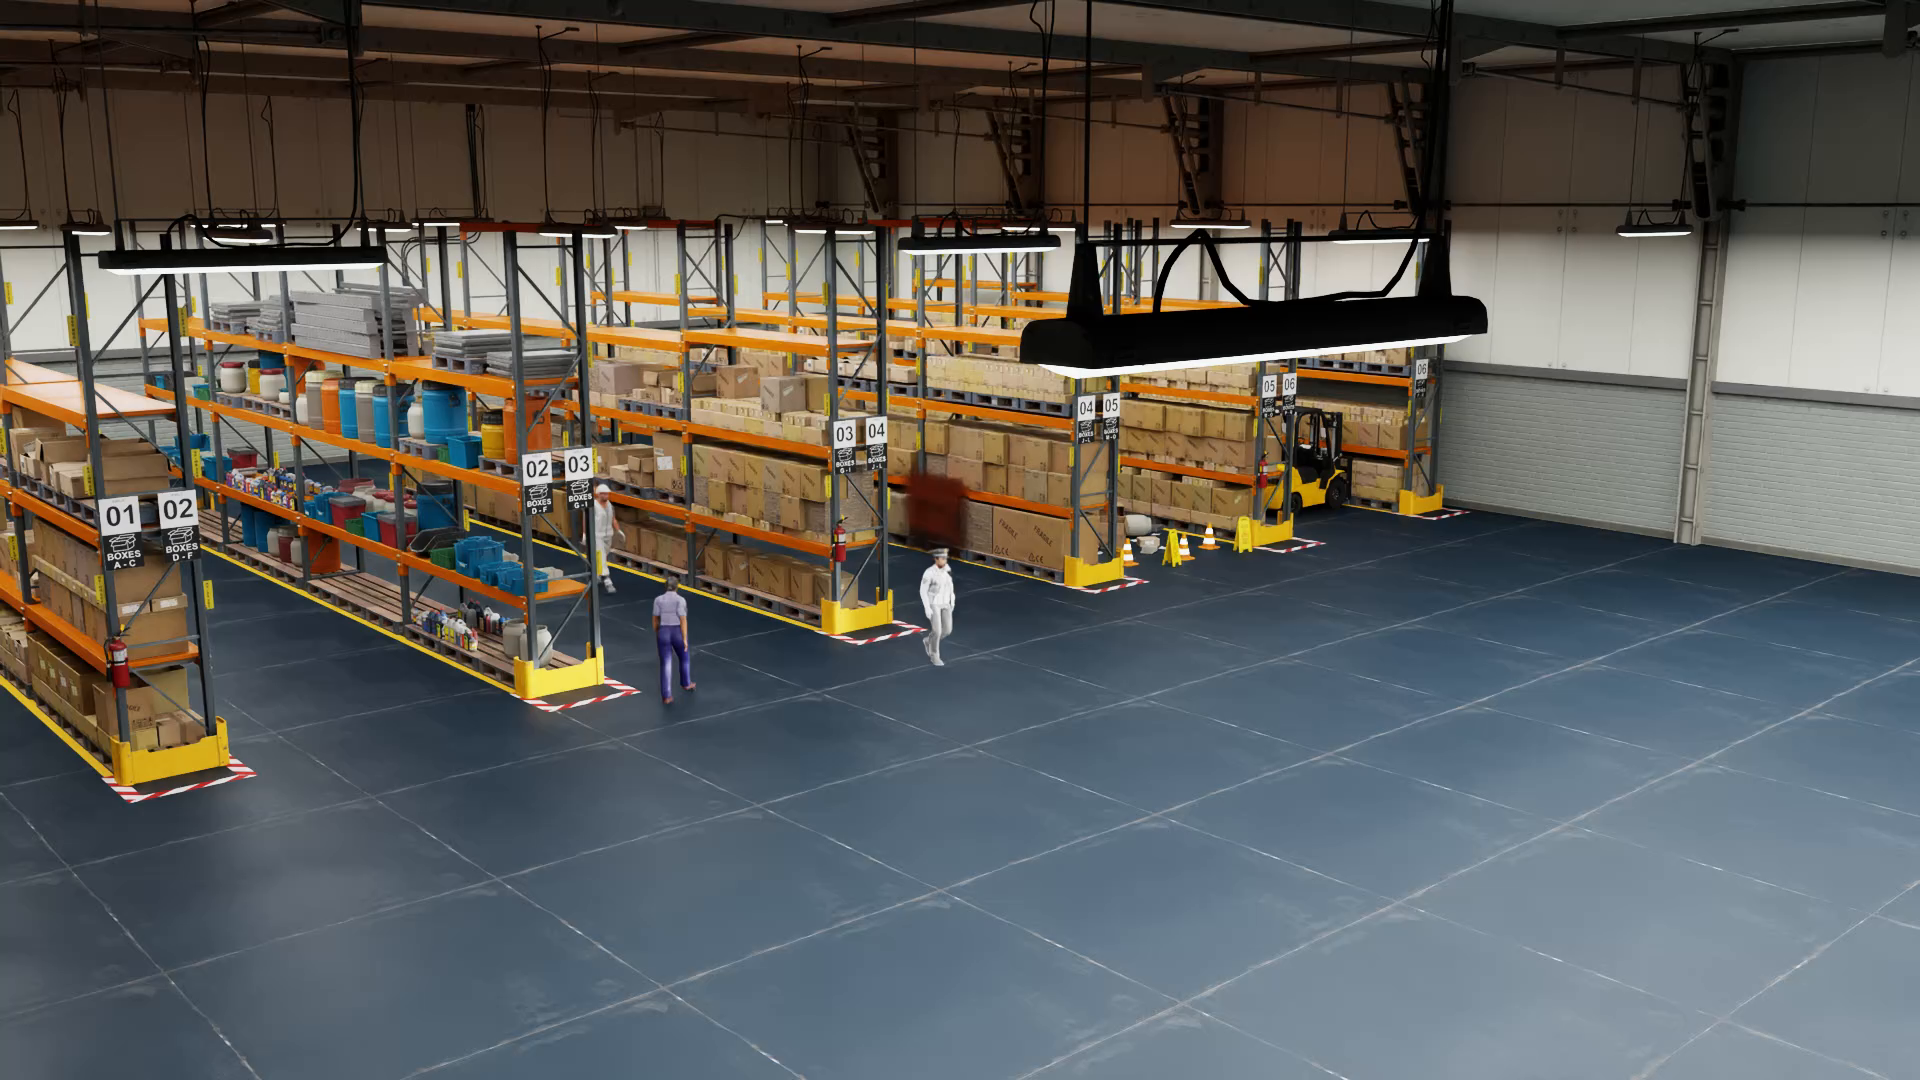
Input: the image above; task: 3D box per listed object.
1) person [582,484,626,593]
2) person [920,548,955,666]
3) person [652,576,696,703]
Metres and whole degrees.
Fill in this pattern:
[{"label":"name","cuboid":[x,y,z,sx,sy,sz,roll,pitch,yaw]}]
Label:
[{"label":"person","cuboid":[-5.897,-0.063,27.639,0.645,1.724,1.017,-11,16,-42]},{"label":"person","cuboid":[-0.344,0.903,23.284,0.583,1.657,0.518,-9,15,-39]},{"label":"person","cuboid":[-3.739,1.249,21.557,0.481,1.579,0.973,0,11,0]}]
